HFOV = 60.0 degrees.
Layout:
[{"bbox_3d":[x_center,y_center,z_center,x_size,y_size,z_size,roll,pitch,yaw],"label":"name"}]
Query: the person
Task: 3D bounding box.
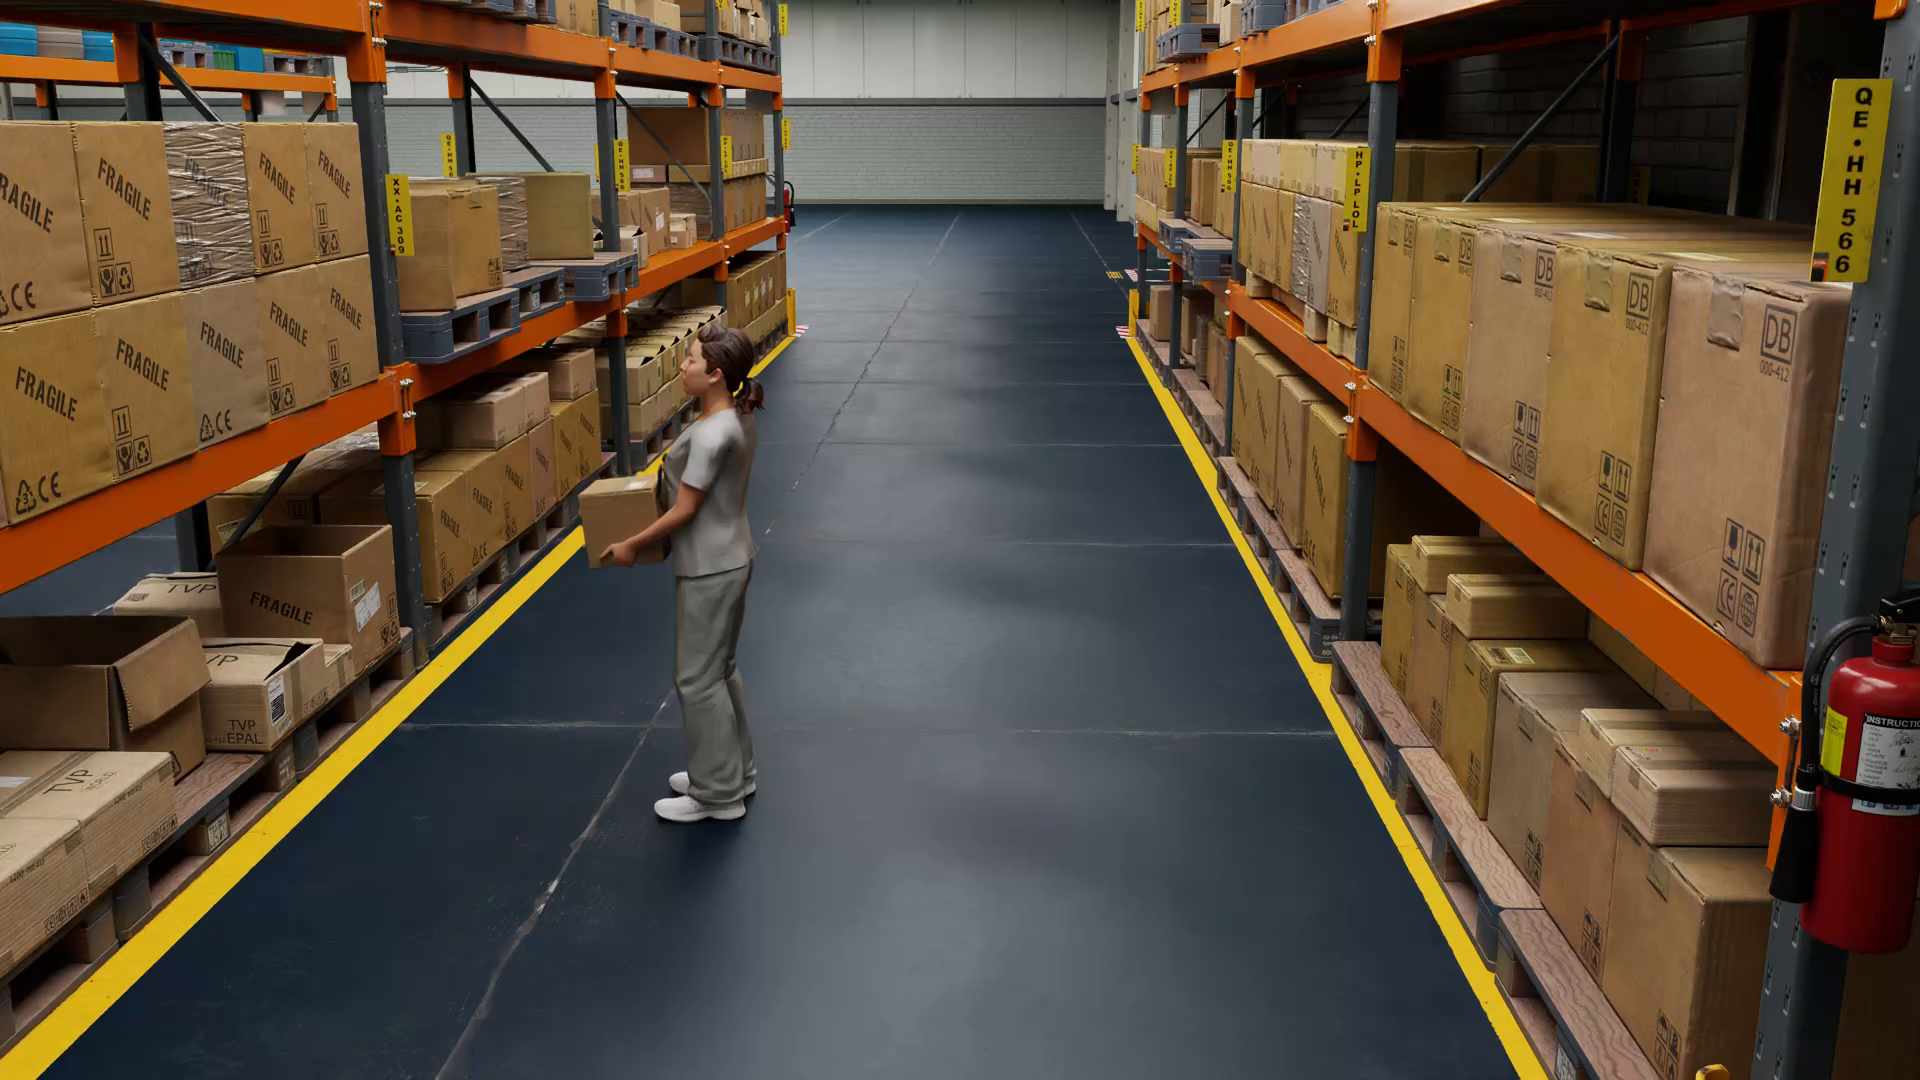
[{"bbox_3d":[-0.901,0.112,5.565,0.549,1.667,0.442,0,14,1],"label":"person"}]
